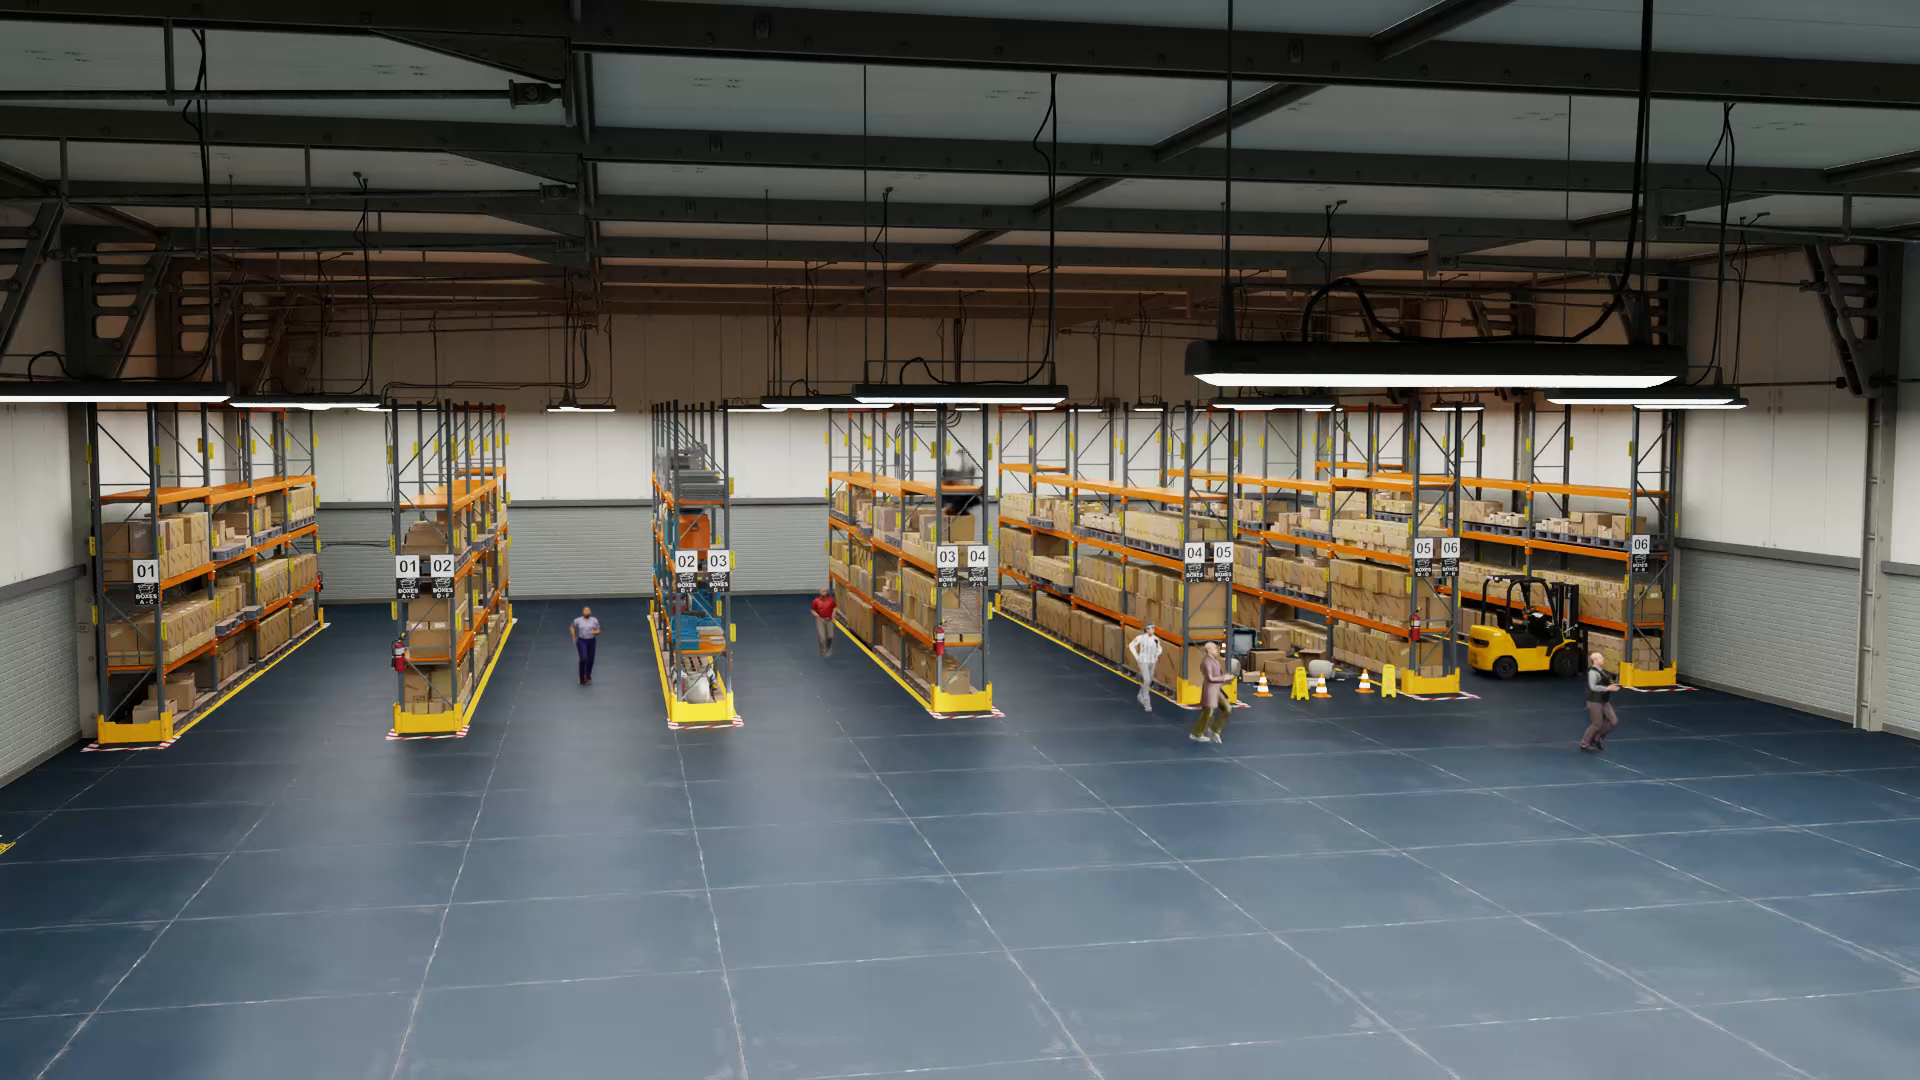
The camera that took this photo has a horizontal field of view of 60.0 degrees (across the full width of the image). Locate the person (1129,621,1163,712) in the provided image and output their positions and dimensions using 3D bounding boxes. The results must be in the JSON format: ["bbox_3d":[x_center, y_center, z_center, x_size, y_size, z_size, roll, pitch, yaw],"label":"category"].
[{"bbox_3d":[3.678,2.440,32.483,0.614,1.715,0.846,-2,5,-27],"label":"person"}]

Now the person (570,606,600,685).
[{"bbox_3d":[-7.943,2.247,35.370,0.574,1.693,0.703,-2,5,-27],"label":"person"}]

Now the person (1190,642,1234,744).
[{"bbox_3d":[4.382,2.668,28.854,0.781,1.807,0.674,2,5,27],"label":"person"}]

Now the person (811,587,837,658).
[{"bbox_3d":[-3.167,1.940,38.952,0.638,1.681,0.564,-1,4,-12],"label":"person"}]

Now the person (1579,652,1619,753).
[{"bbox_3d":[10.824,2.758,28.079,0.651,1.721,0.641,3,5,38],"label":"person"}]
